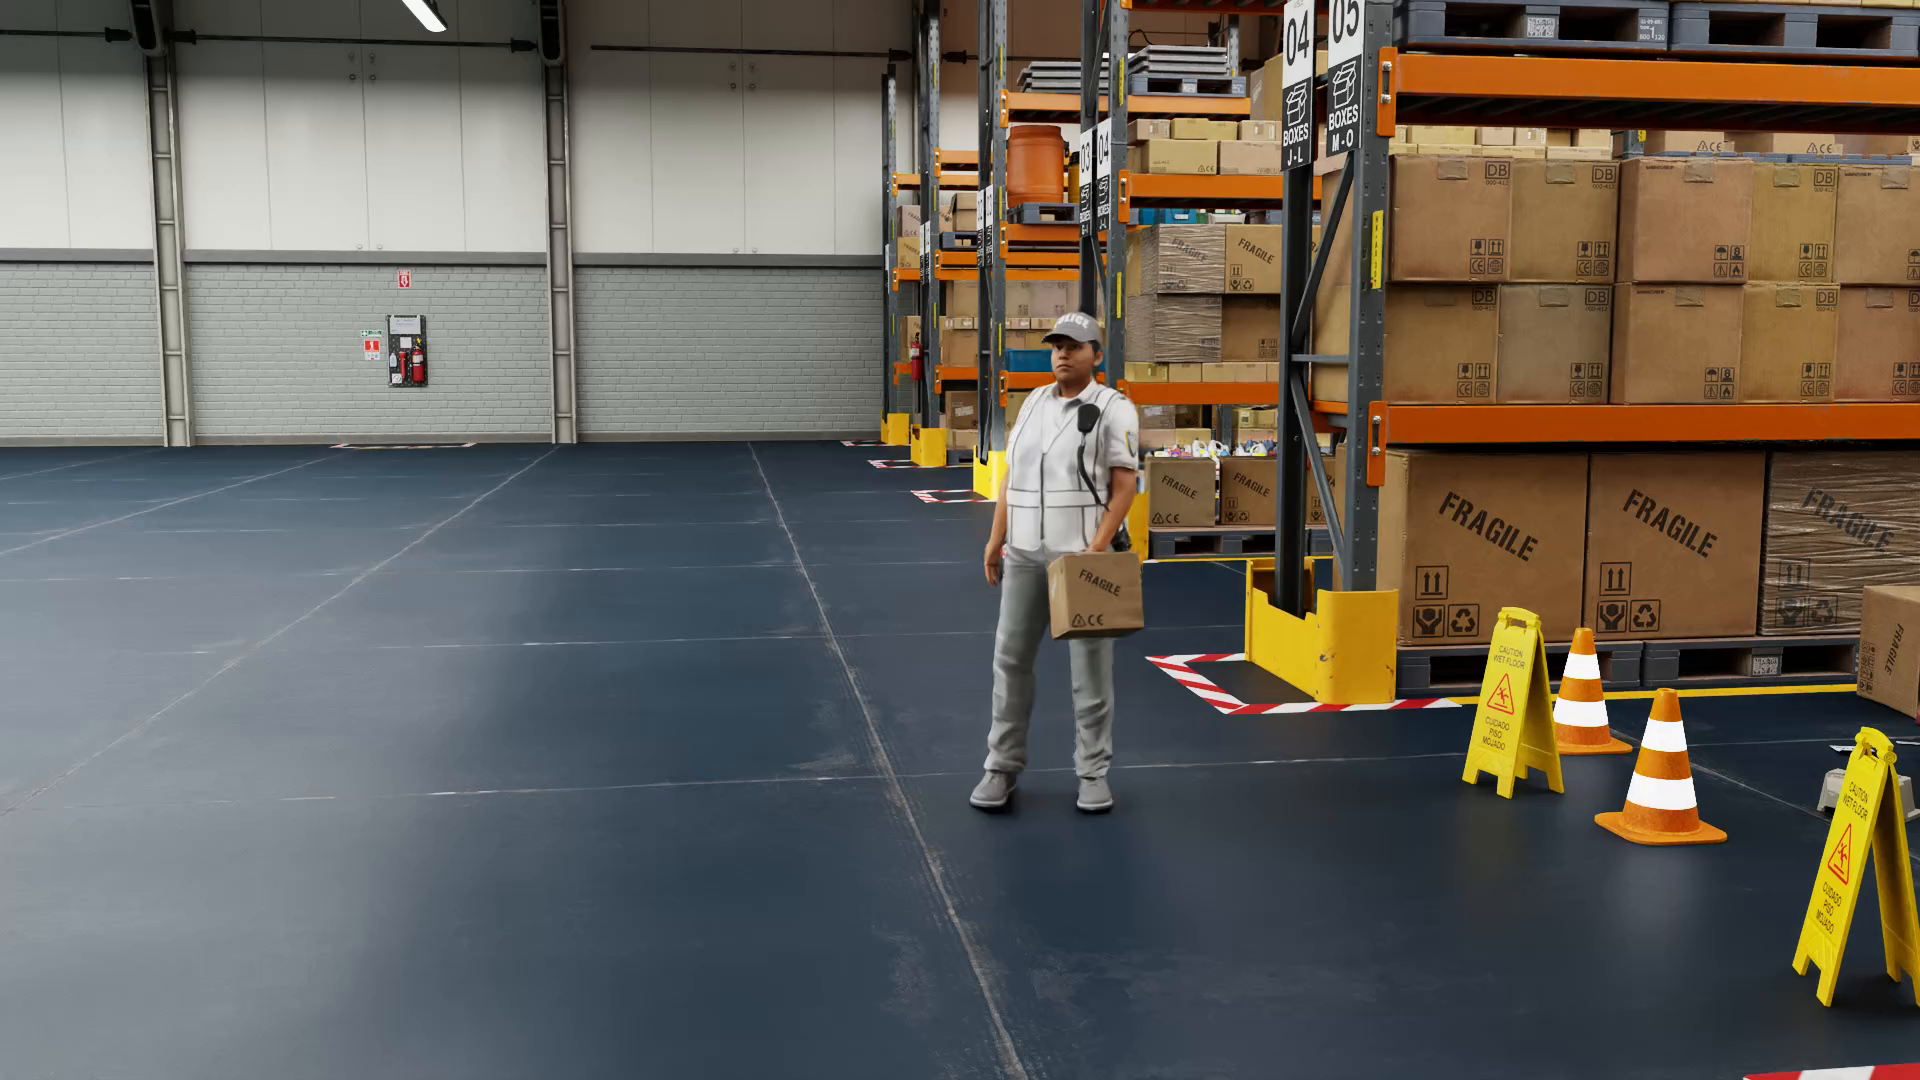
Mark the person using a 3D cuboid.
[{"bbox_3d":[0.337,0.068,5.638,0.514,1.671,0.506,4,8,29],"label":"person"}]
